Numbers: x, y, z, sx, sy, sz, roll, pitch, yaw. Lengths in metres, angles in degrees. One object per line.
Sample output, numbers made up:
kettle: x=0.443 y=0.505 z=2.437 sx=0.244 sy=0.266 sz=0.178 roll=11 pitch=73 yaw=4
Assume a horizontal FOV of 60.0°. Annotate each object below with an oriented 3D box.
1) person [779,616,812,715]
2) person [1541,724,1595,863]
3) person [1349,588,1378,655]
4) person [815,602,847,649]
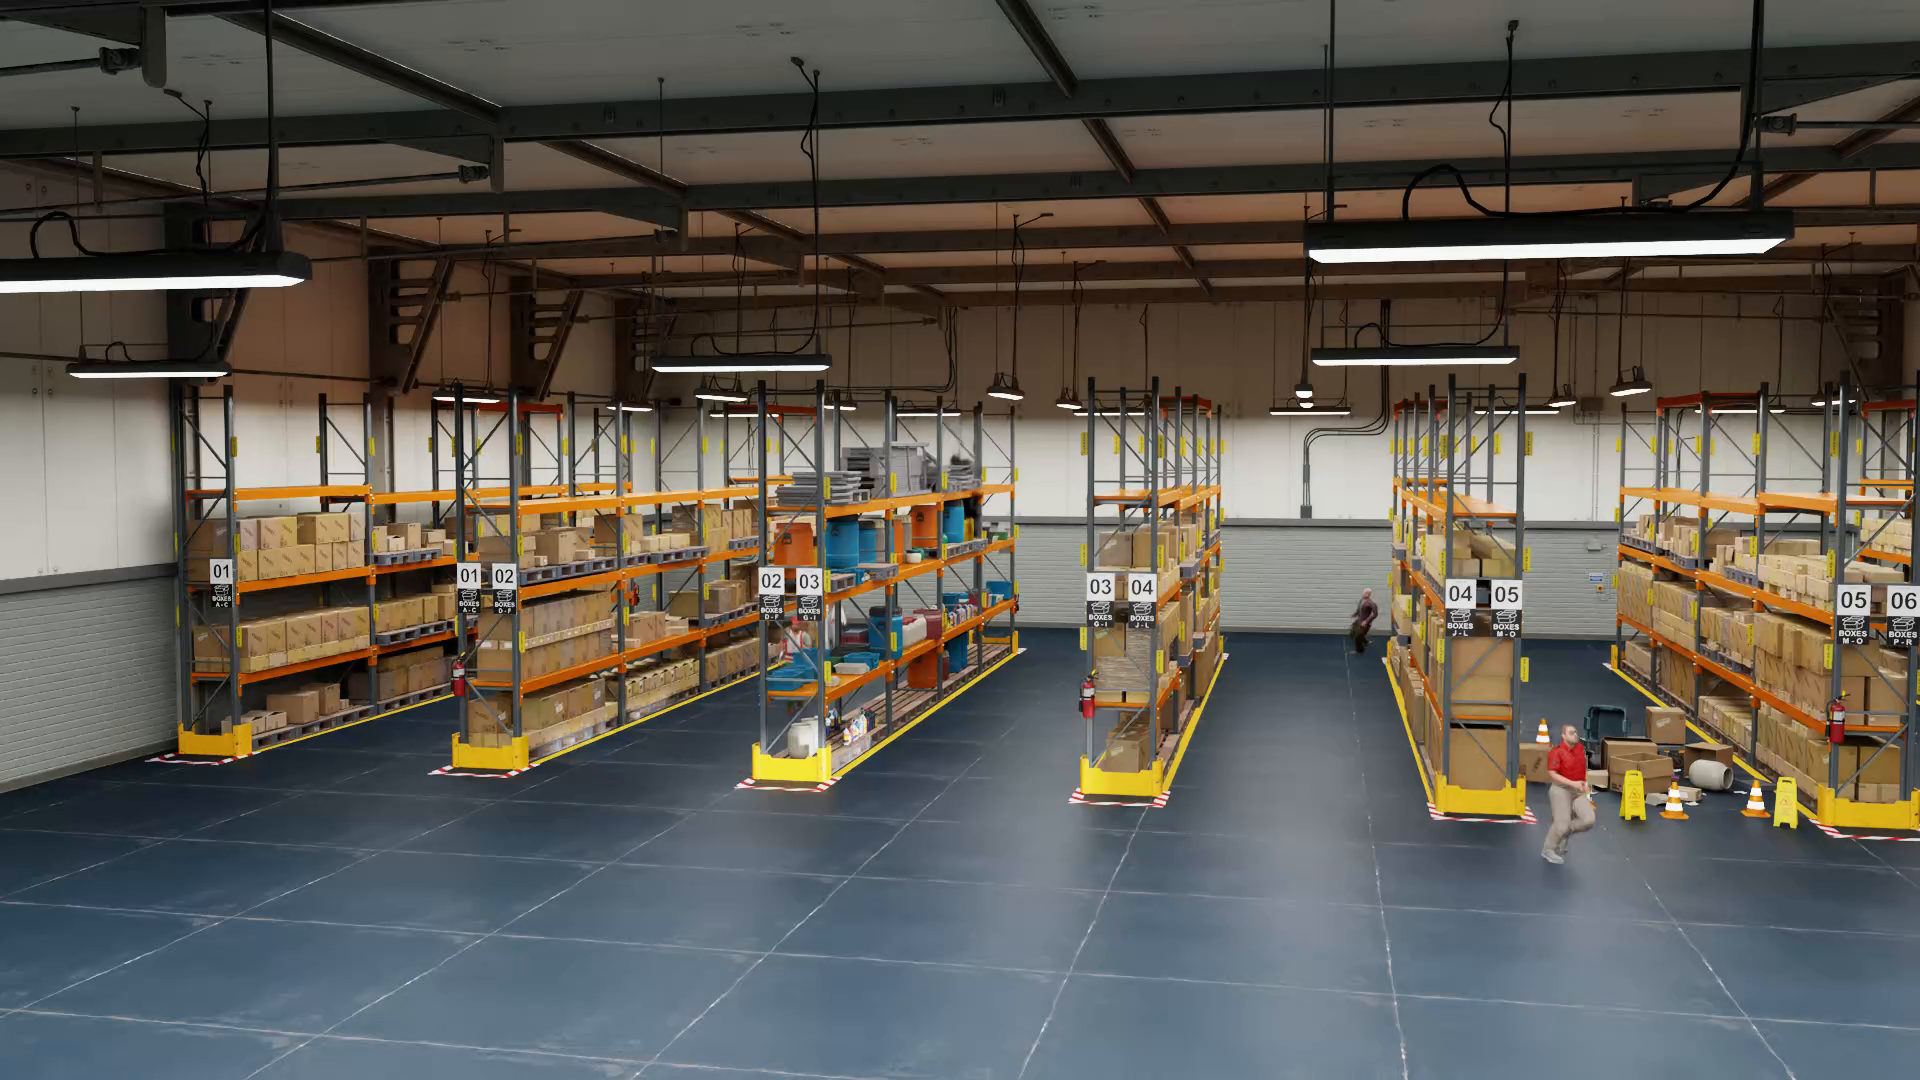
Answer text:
person: x=-3.108 y=2.348 z=31.355 sx=0.643 sy=1.844 sz=0.875 roll=0 pitch=3 yaw=0
person: x=7.330 y=3.046 z=19.937 sx=0.689 sy=1.686 sz=0.712 roll=-1 pitch=4 yaw=-25
person: x=9.635 y=1.960 z=39.775 sx=0.521 sy=1.642 sz=0.835 roll=0 pitch=3 yaw=-8
person: x=-2.811 y=2.087 z=36.030 sx=0.713 sy=1.754 sz=1.035 roll=0 pitch=3 yaw=2
